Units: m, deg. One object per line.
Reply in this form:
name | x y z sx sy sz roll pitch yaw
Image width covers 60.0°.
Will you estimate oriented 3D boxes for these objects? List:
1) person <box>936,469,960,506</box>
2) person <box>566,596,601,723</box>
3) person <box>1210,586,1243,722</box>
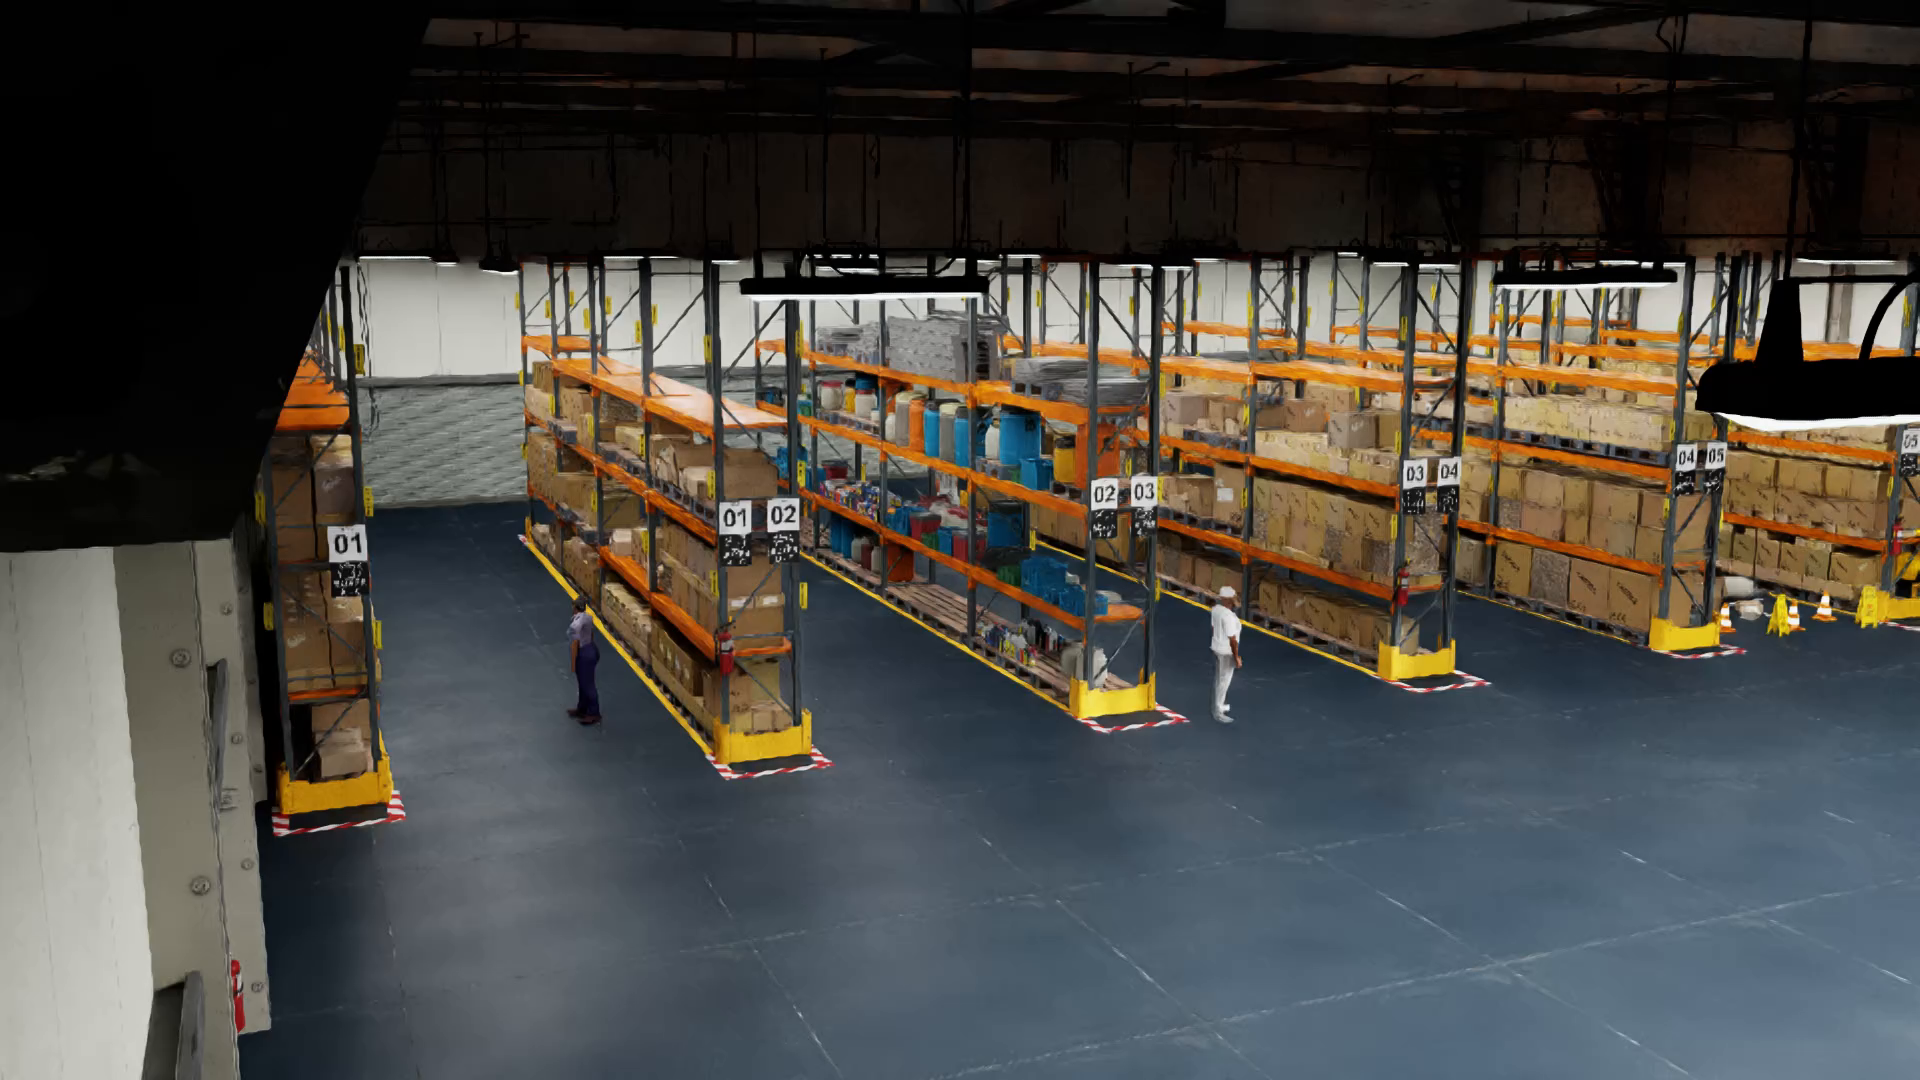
person | -0.252 -1.056 35.976 0.553 1.709 1.123 -4 11 -20
person | -5.000 1.559 21.942 0.556 1.626 0.597 1 10 6
person | 3.504 1.468 22.006 0.390 1.764 0.717 -2 11 -12
